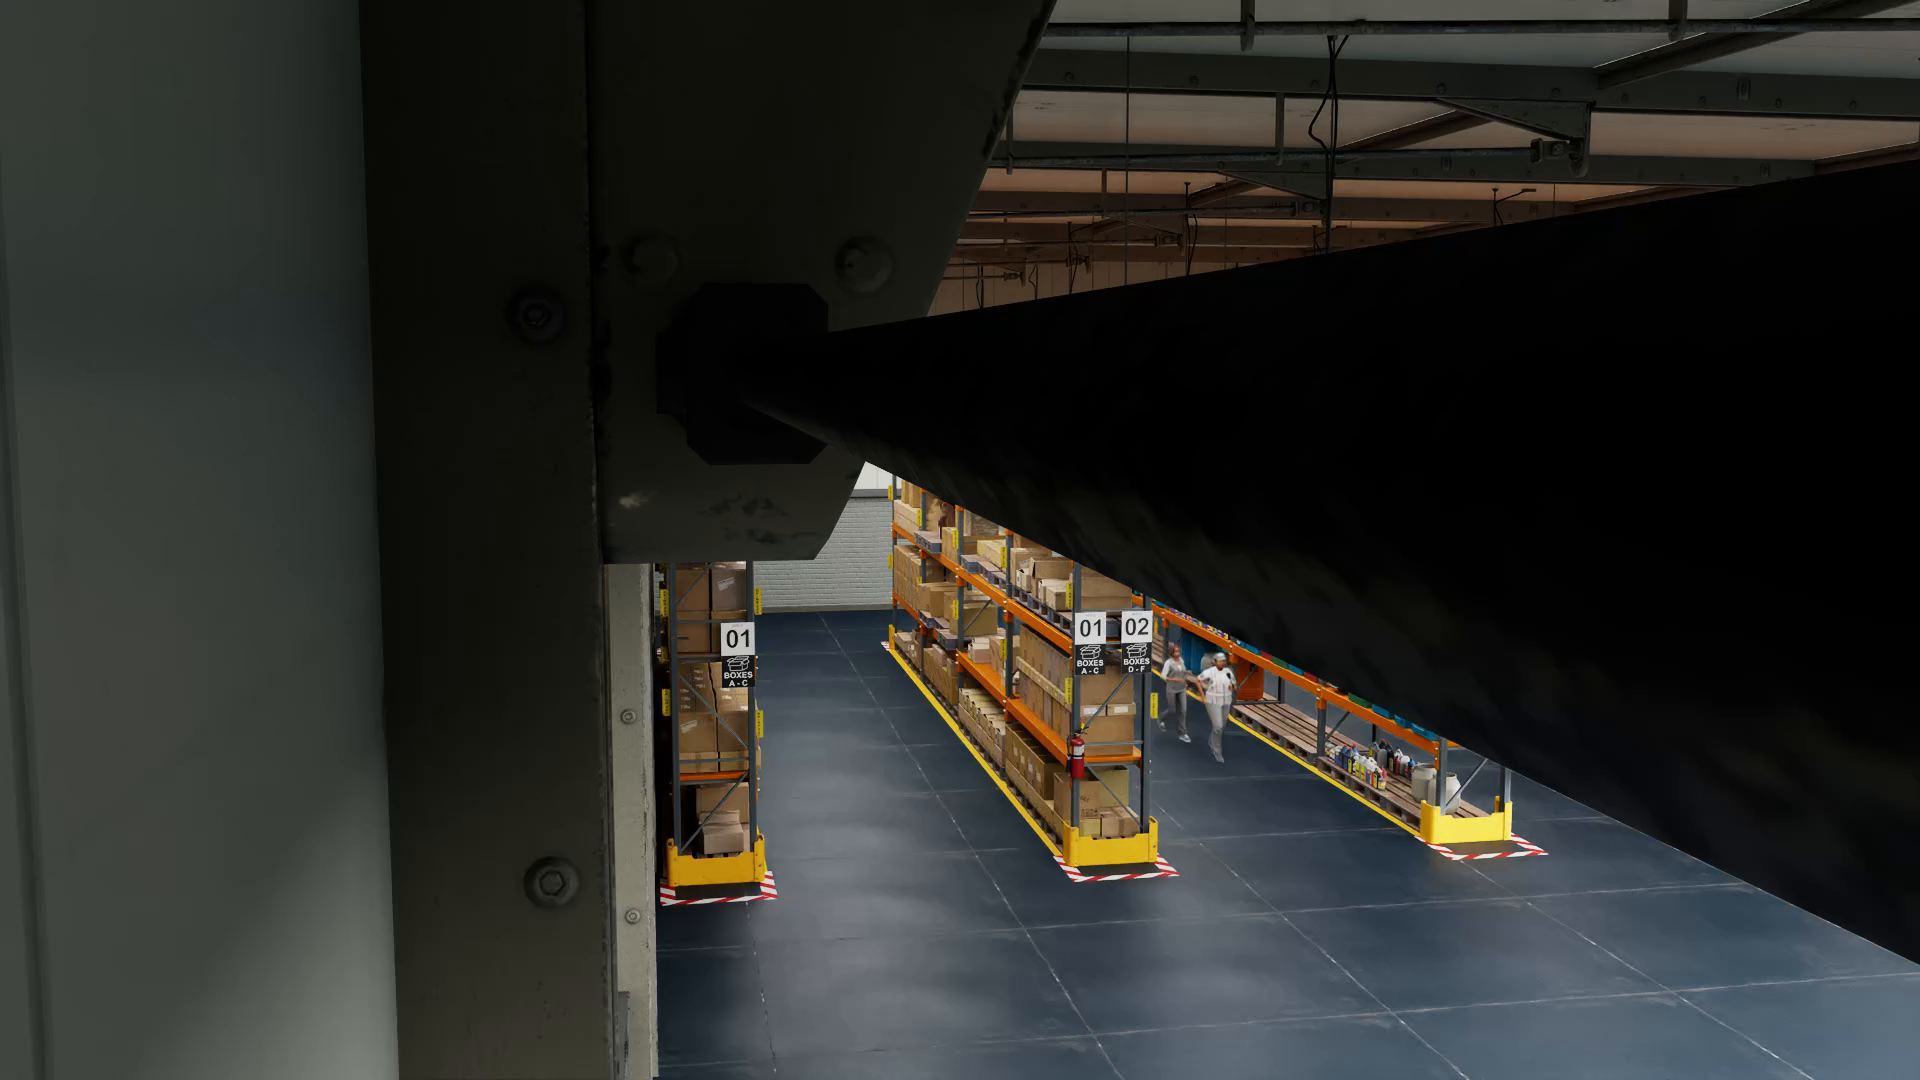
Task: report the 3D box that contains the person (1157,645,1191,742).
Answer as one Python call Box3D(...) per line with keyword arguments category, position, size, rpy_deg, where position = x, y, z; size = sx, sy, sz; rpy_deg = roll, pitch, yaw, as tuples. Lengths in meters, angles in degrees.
Box3D(category="person", position=(3.590, 2.527, 27.701), size=(0.541, 1.571, 0.867), rpy_deg=(-3, 7, -25))

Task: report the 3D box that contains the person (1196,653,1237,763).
Box3D(category="person", position=(4.110, 2.648, 26.502), size=(0.580, 1.718, 0.770), rpy_deg=(-3, 7, -22))
